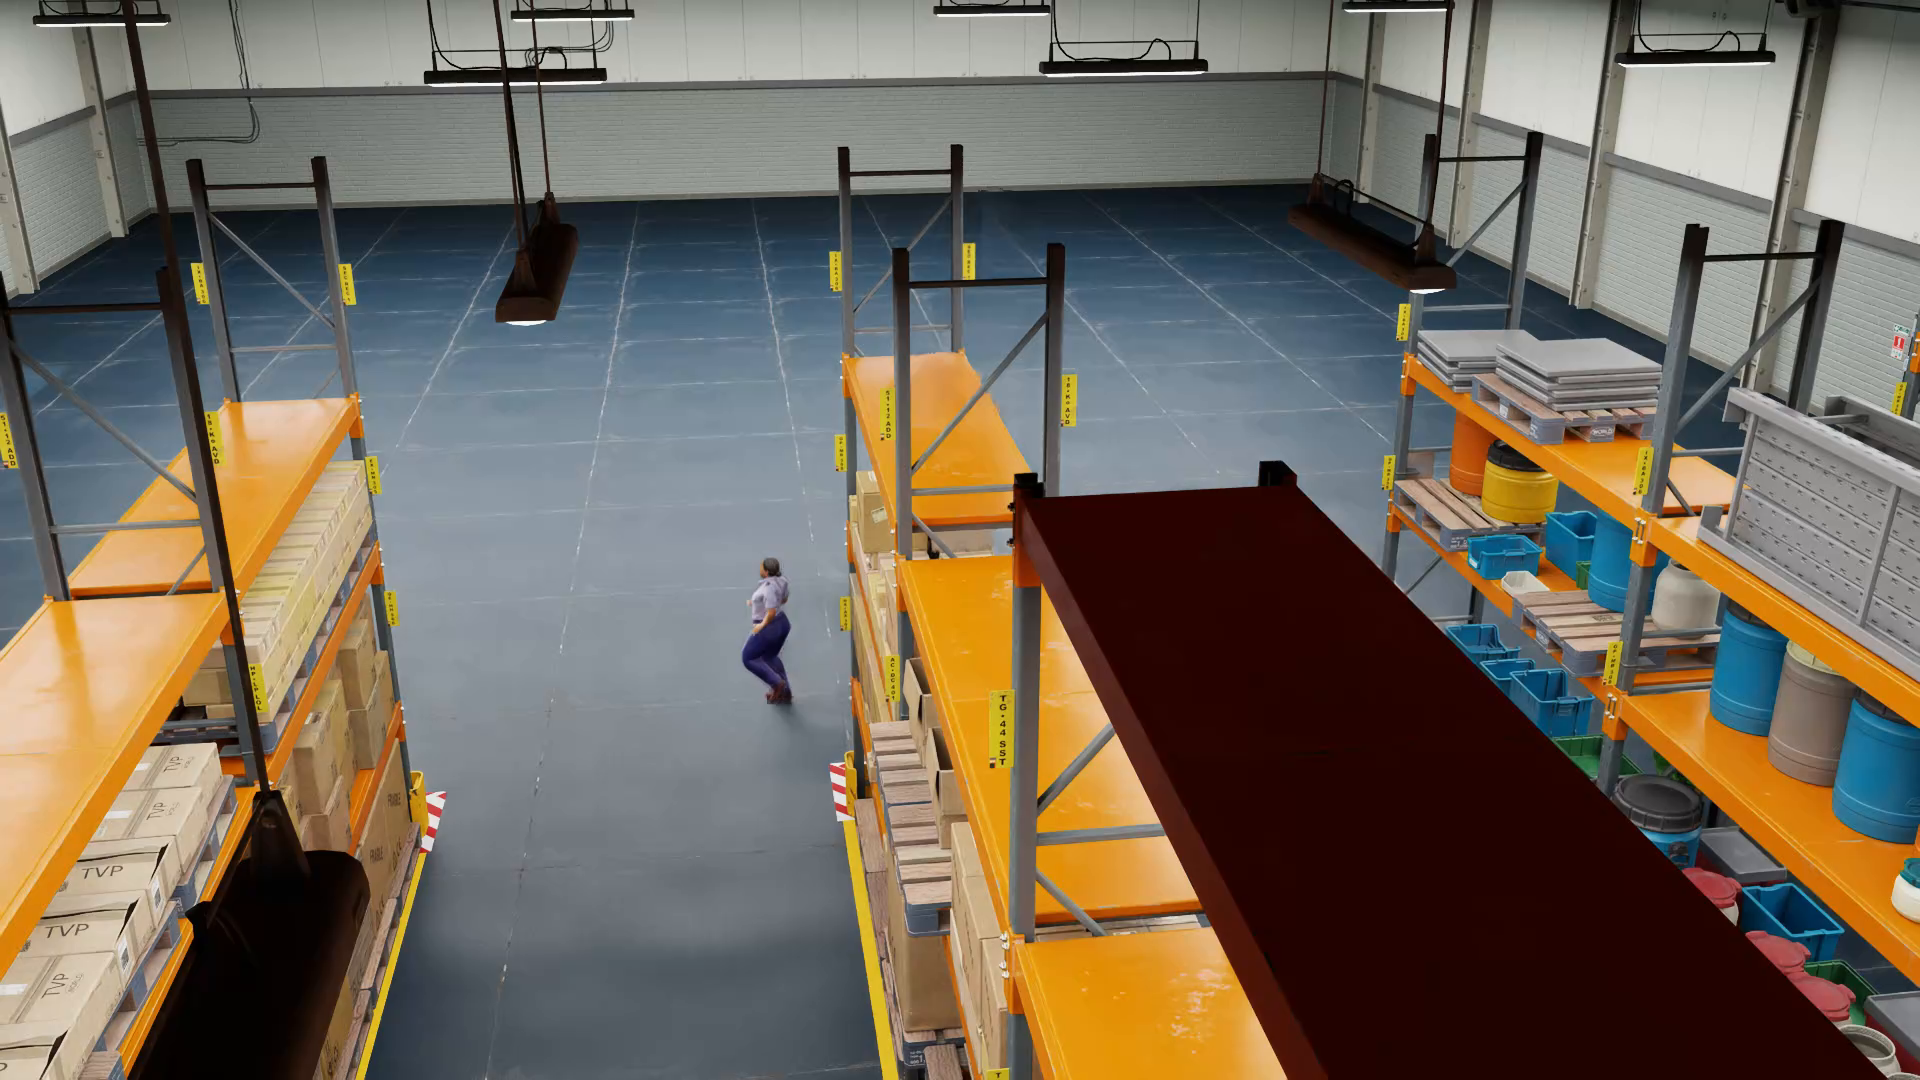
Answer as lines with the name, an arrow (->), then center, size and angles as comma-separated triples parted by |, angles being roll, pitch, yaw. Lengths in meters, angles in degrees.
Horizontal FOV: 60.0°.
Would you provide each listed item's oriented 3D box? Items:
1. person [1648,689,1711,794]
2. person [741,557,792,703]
person -> 6.479, 1.664, 15.043 | 0.656, 1.738, 0.586 | -8, 23, -20
person -> -2.017, 0.912, 17.148 | 0.545, 1.603, 0.593 | 9, 23, 21
